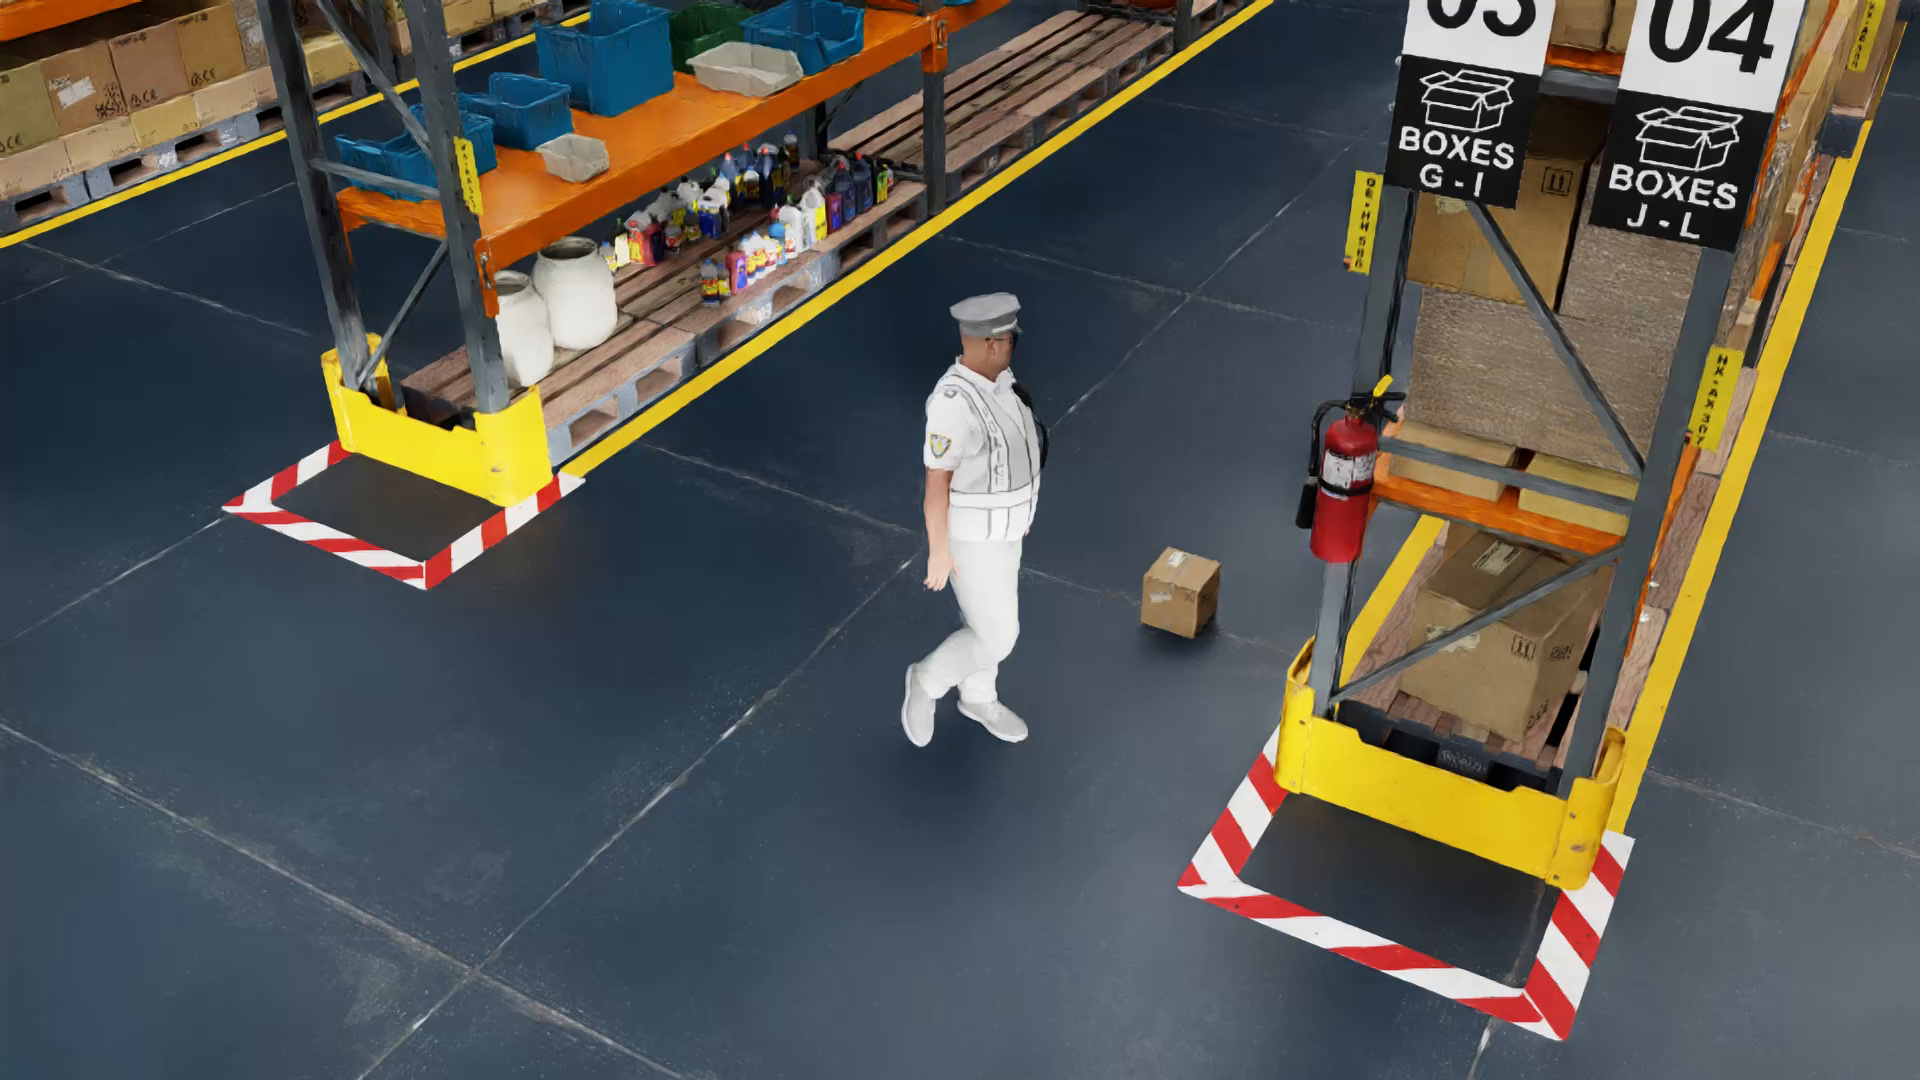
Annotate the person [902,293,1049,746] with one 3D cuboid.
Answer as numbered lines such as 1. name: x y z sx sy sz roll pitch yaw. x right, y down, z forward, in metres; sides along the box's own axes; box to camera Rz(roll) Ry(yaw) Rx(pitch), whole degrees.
1. person: 0.074 -0.035 6.184 0.476 1.748 0.690 13 36 19
